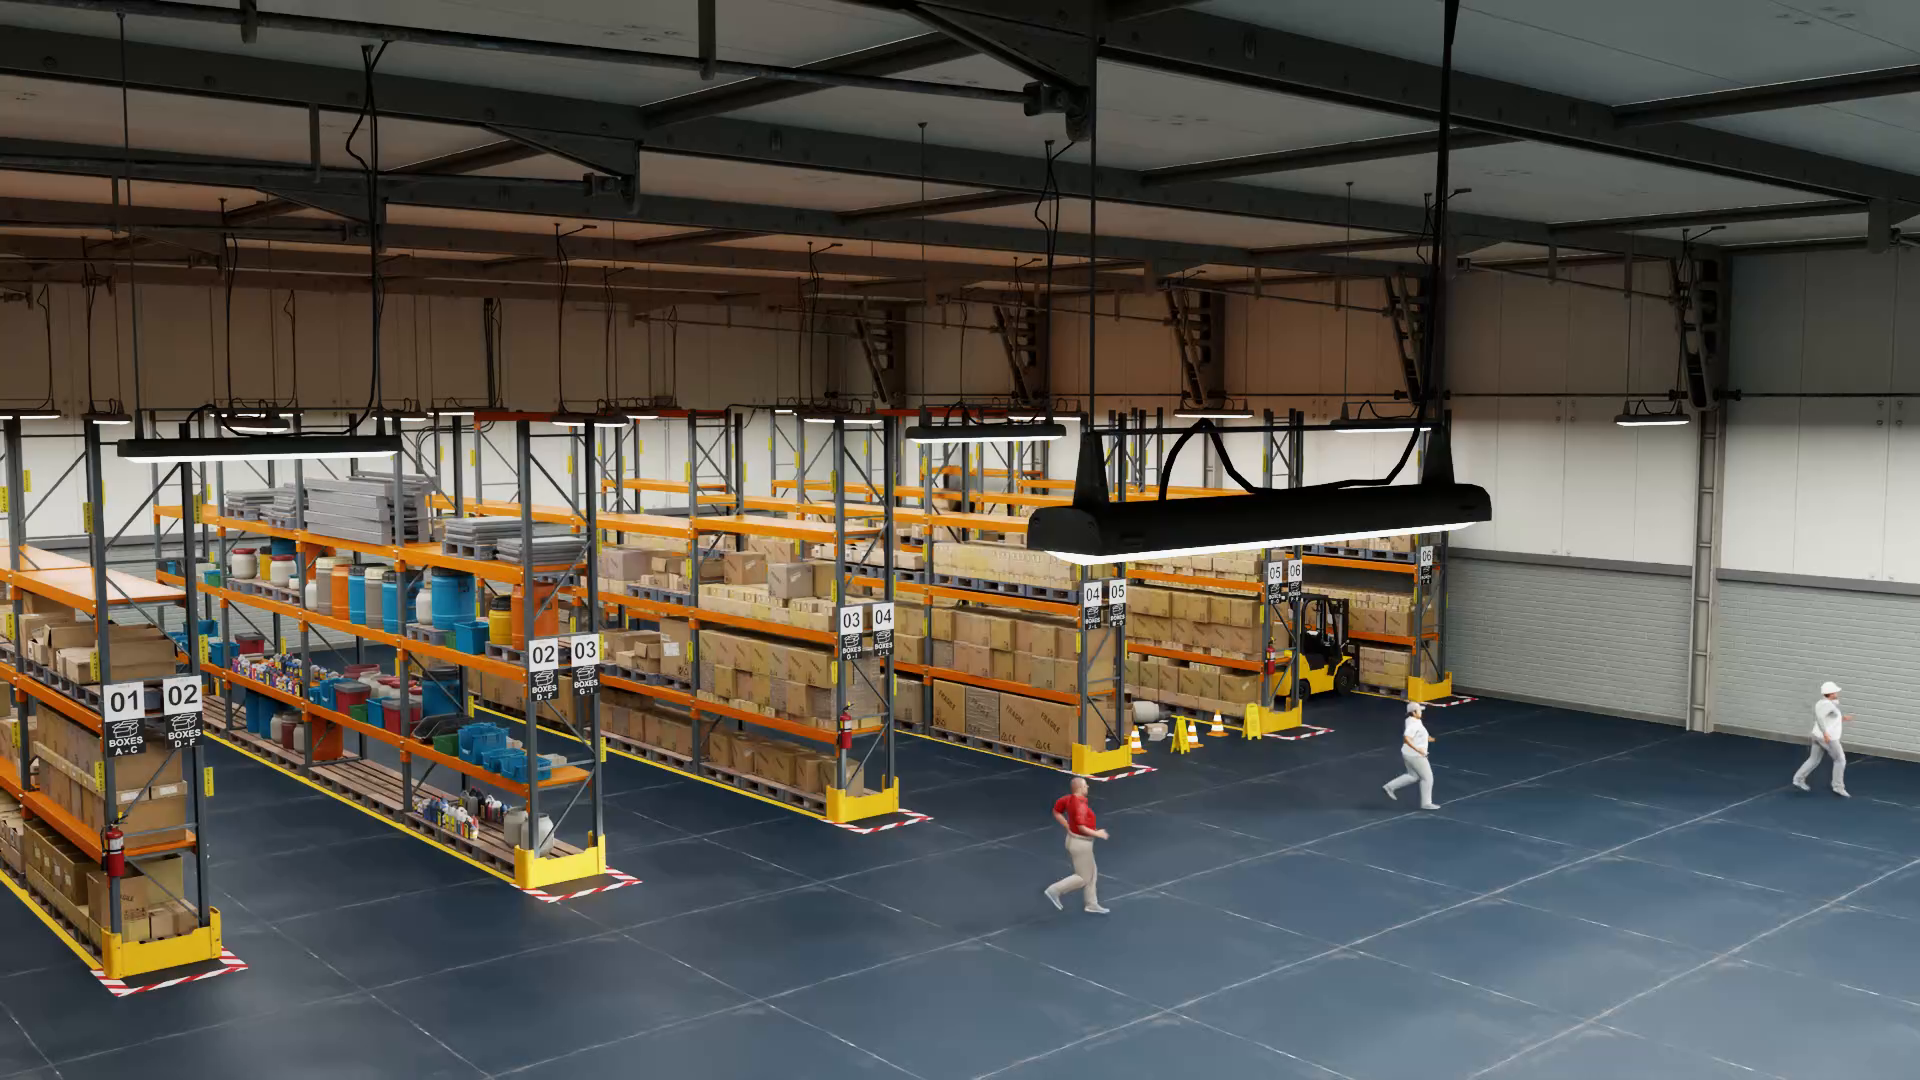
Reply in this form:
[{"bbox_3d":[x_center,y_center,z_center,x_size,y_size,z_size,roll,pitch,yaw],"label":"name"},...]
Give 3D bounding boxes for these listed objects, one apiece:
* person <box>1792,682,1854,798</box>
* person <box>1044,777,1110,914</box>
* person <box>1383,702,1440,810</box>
[{"bbox_3d":[13.603,3.139,26.167,0.869,1.824,0.627,0,5,4],"label":"person"},{"bbox_3d":[1.411,3.727,20.158,0.886,1.725,0.672,-2,5,-17],"label":"person"},{"bbox_3d":[6.909,3.285,25.371,0.842,1.636,0.621,0,5,5],"label":"person"}]
